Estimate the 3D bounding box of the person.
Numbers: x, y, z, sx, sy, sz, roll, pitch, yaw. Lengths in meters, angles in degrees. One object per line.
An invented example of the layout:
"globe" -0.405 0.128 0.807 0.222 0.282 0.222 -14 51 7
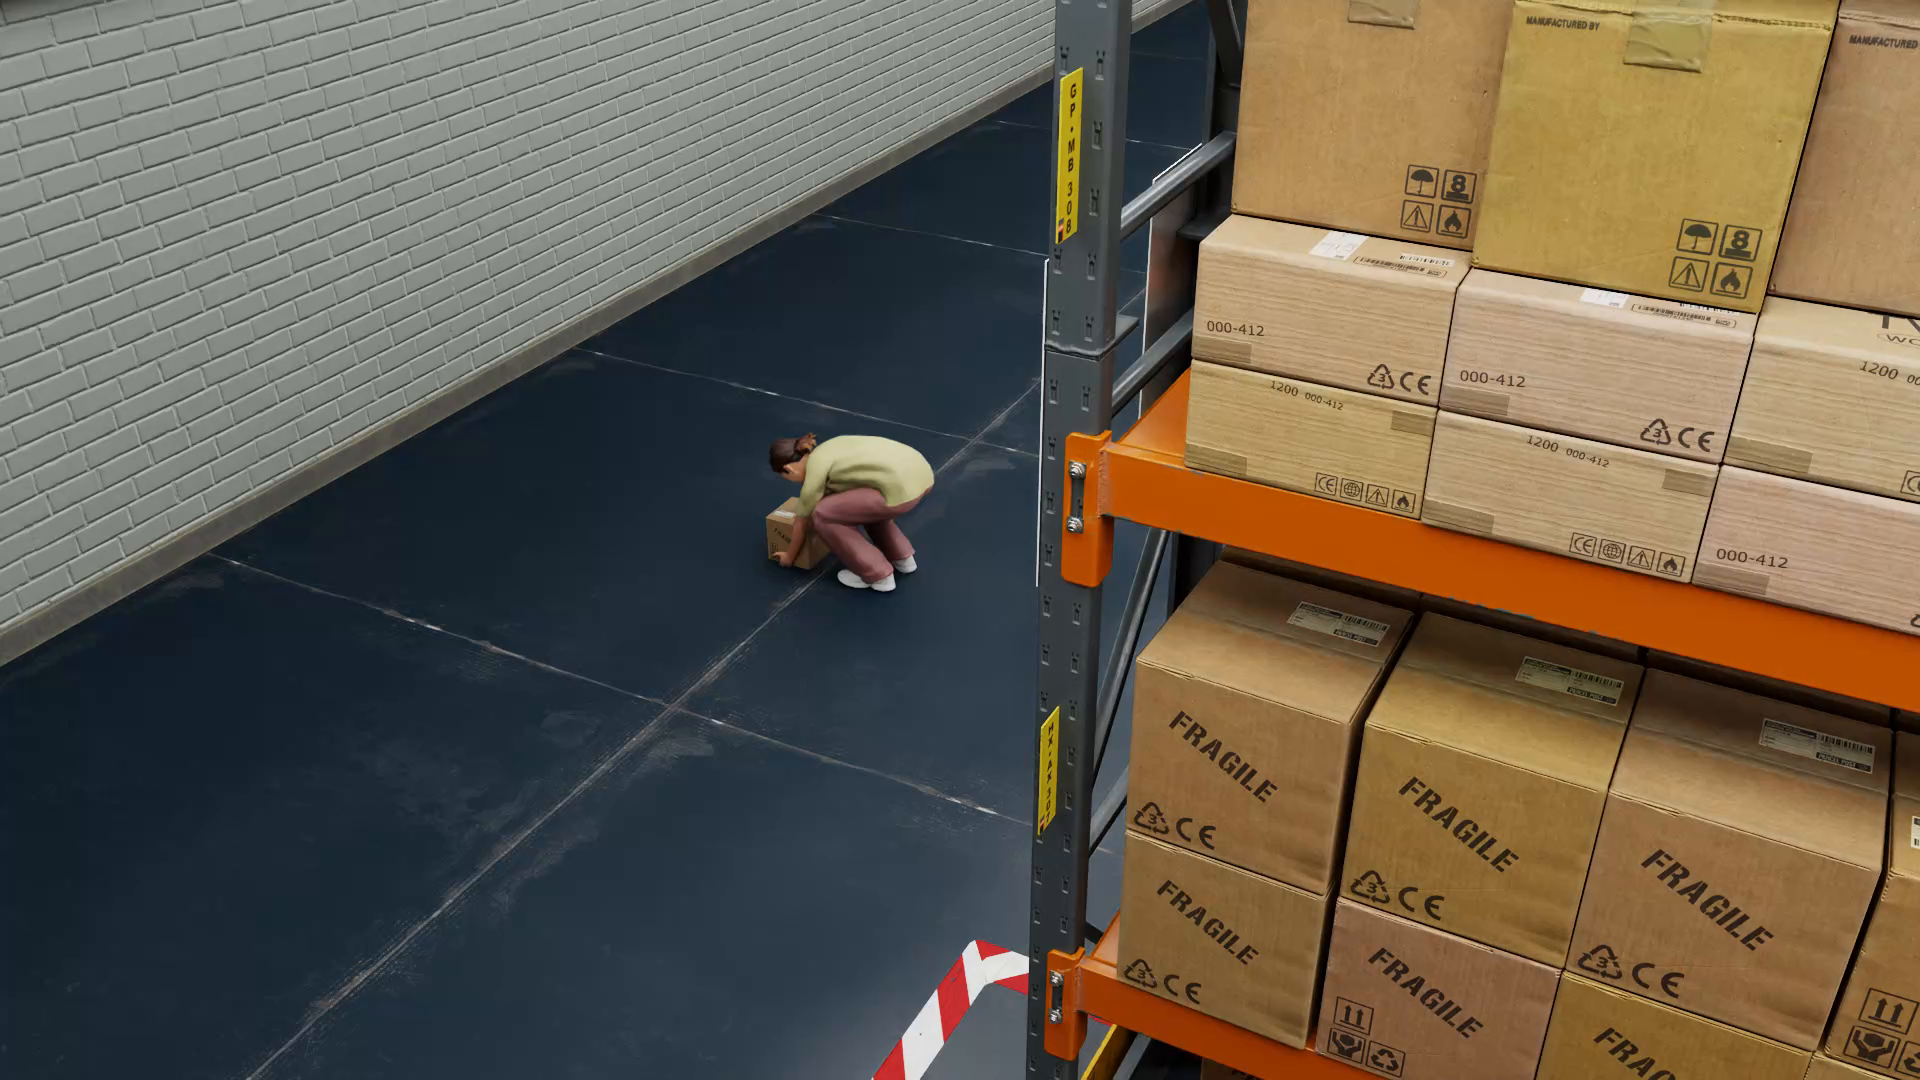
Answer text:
"person" -0.556 -0.168 8.365 0.867 0.756 0.463 13 33 22
